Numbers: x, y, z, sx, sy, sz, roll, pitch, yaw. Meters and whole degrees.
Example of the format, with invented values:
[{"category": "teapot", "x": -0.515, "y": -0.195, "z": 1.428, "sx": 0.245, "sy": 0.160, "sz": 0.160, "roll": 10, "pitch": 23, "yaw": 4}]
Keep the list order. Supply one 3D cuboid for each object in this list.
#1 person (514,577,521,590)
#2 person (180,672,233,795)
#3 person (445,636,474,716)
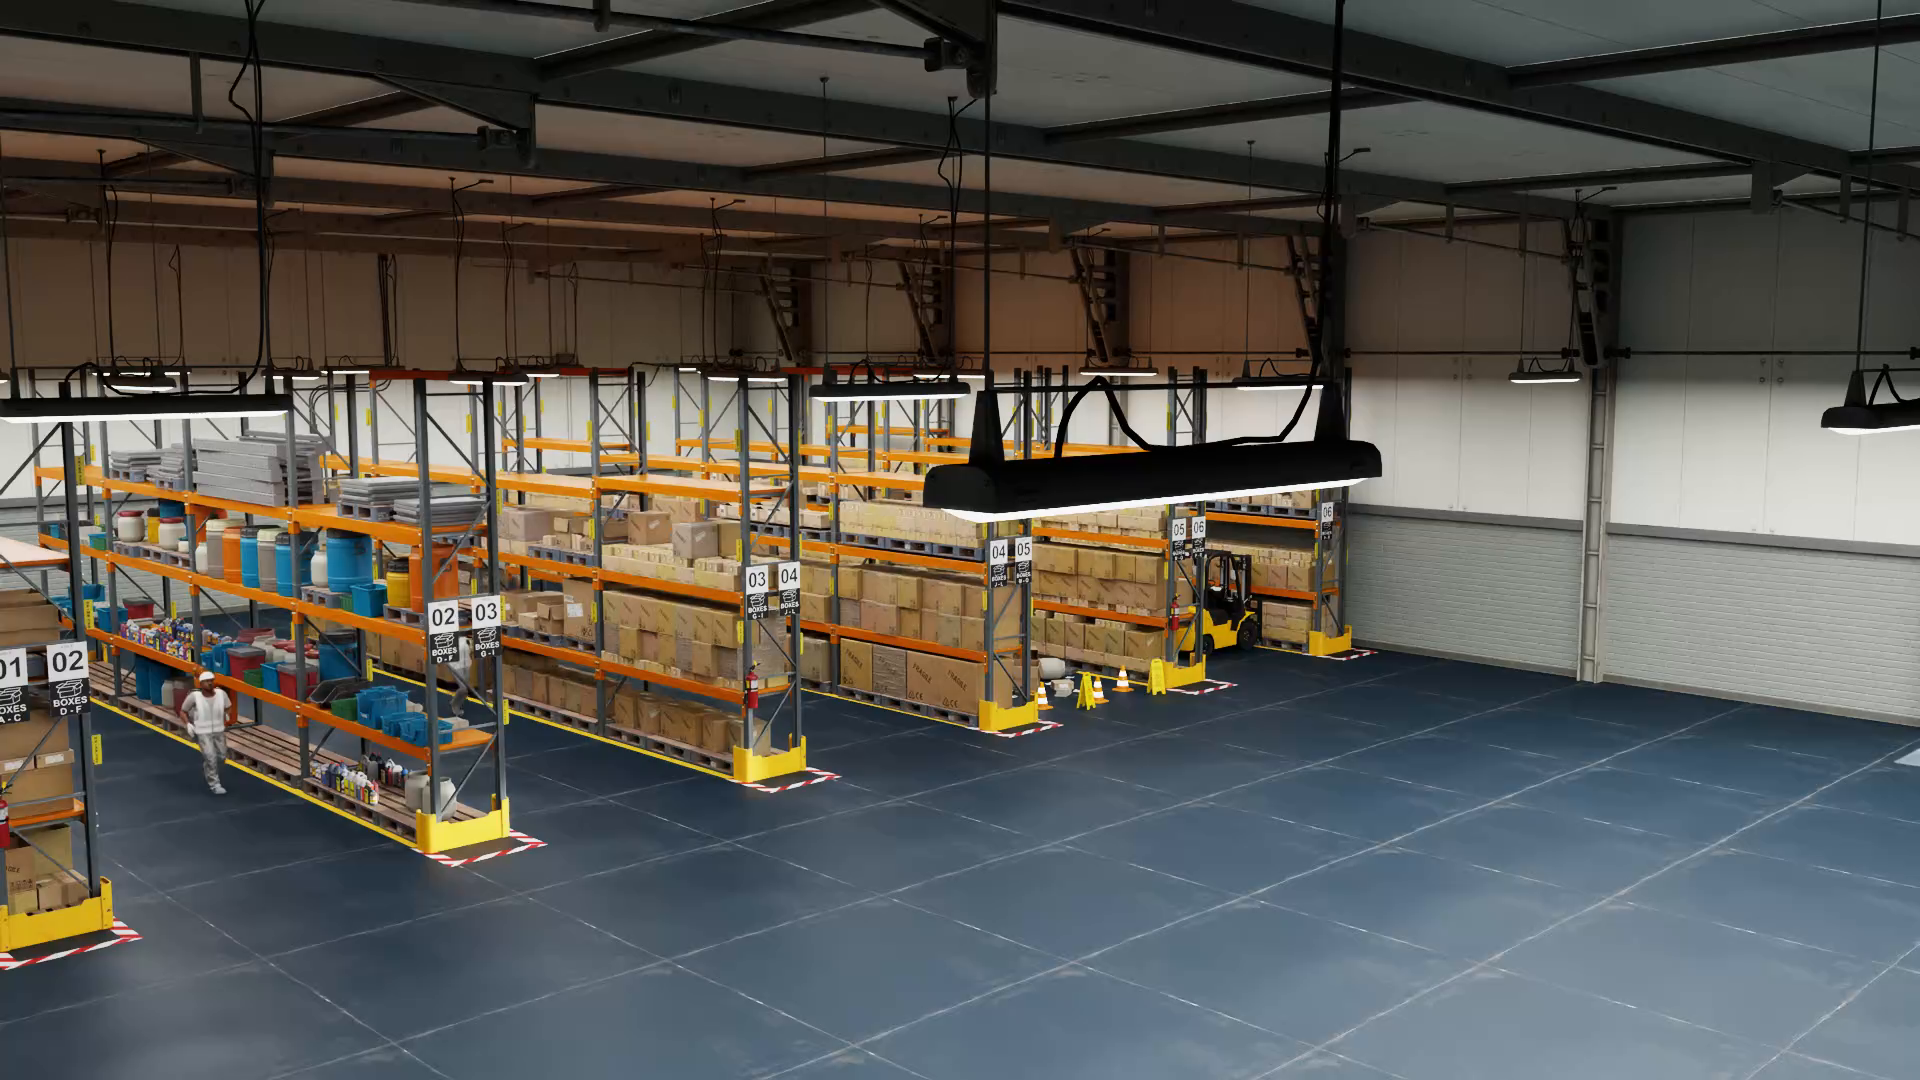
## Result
[{"category": "person", "x": -8.940, "y": 1.633, "z": 33.834, "sx": 1.002, "sy": 1.829, "sz": 0.728, "roll": 6, "pitch": 9, "yaw": 42}, {"category": "person", "x": -10.824, "y": 2.757, "z": 23.955, "sx": 0.688, "sy": 1.755, "sz": 0.802, "roll": -6, "pitch": 9, "yaw": -44}, {"category": "person", "x": -8.679, "y": 2.231, "z": 28.920, "sx": 0.653, "sy": 1.675, "sz": 0.552, "roll": 5, "pitch": 8, "yaw": 35}]
